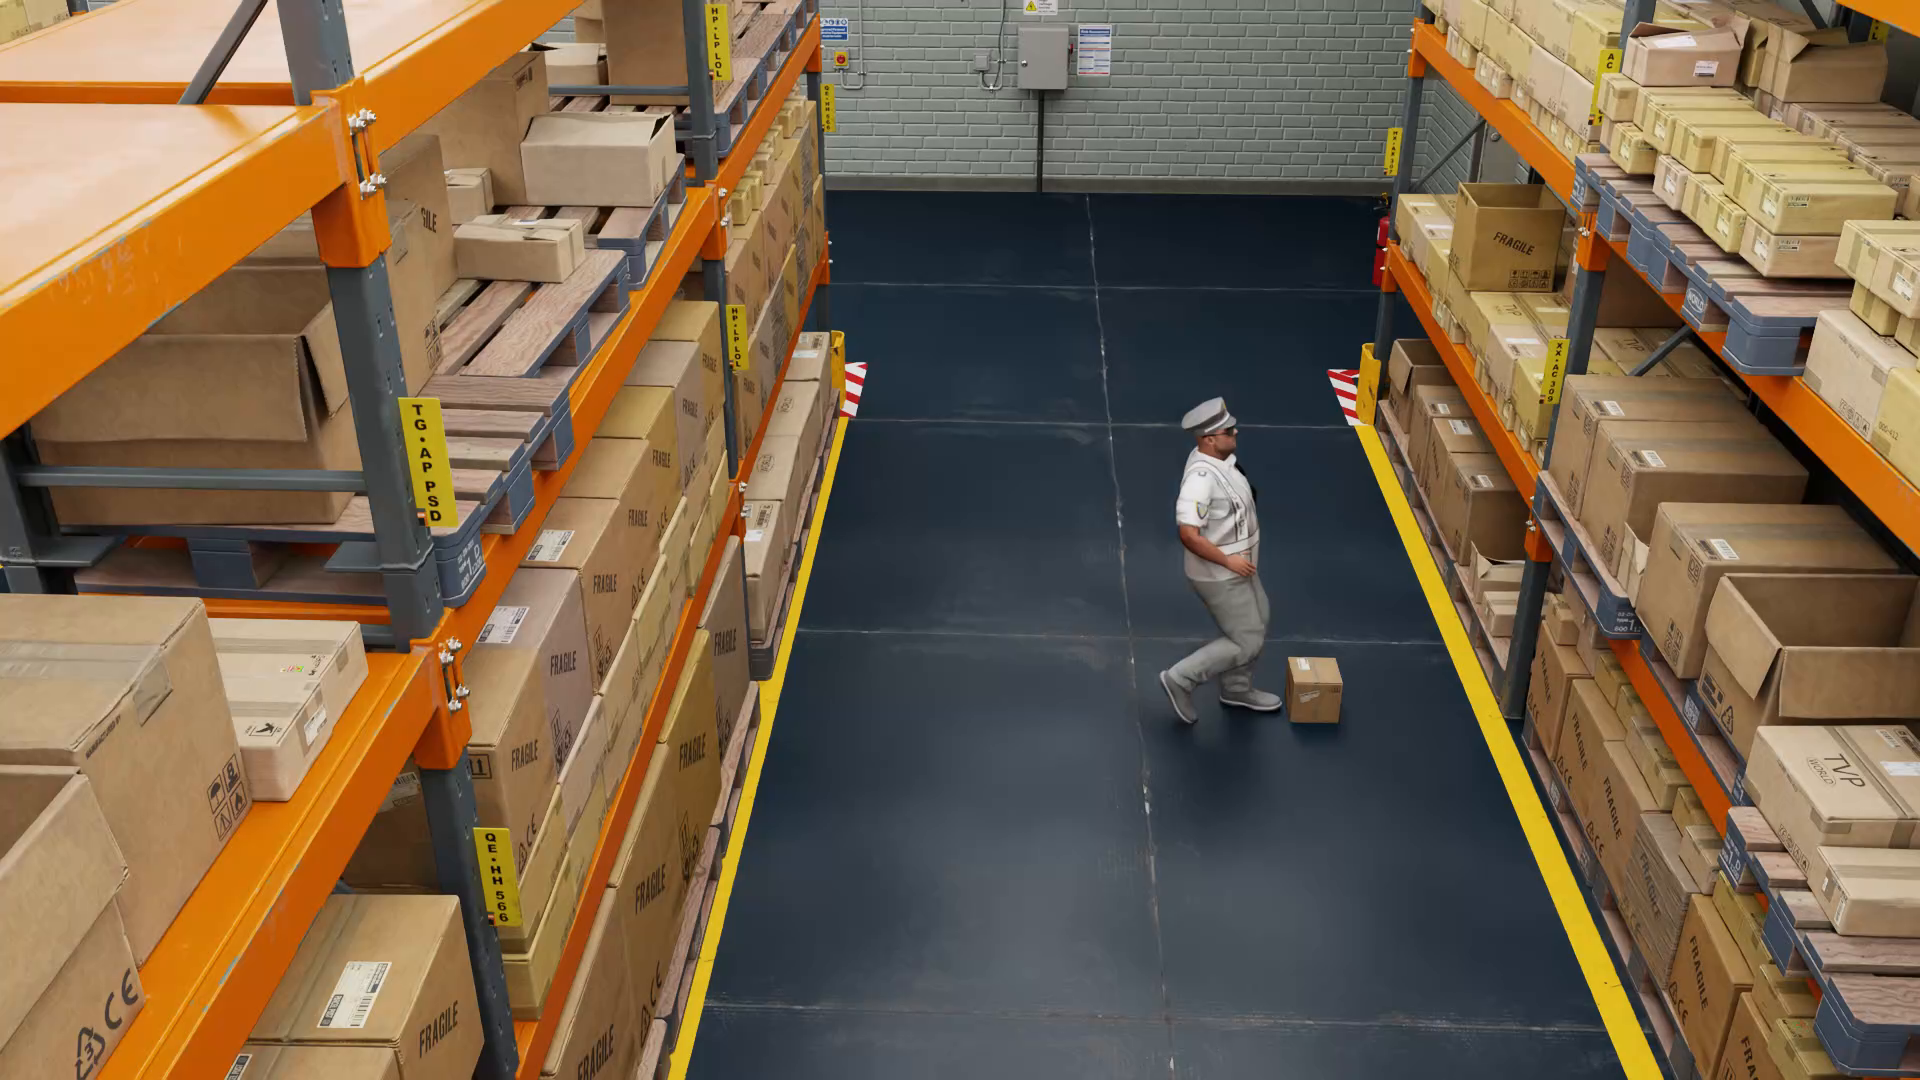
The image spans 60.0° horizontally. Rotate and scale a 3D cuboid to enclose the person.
[{"bbox_3d":[1.377,0.111,8.428,0.648,1.755,0.702,4,28,8],"label":"person"}]
